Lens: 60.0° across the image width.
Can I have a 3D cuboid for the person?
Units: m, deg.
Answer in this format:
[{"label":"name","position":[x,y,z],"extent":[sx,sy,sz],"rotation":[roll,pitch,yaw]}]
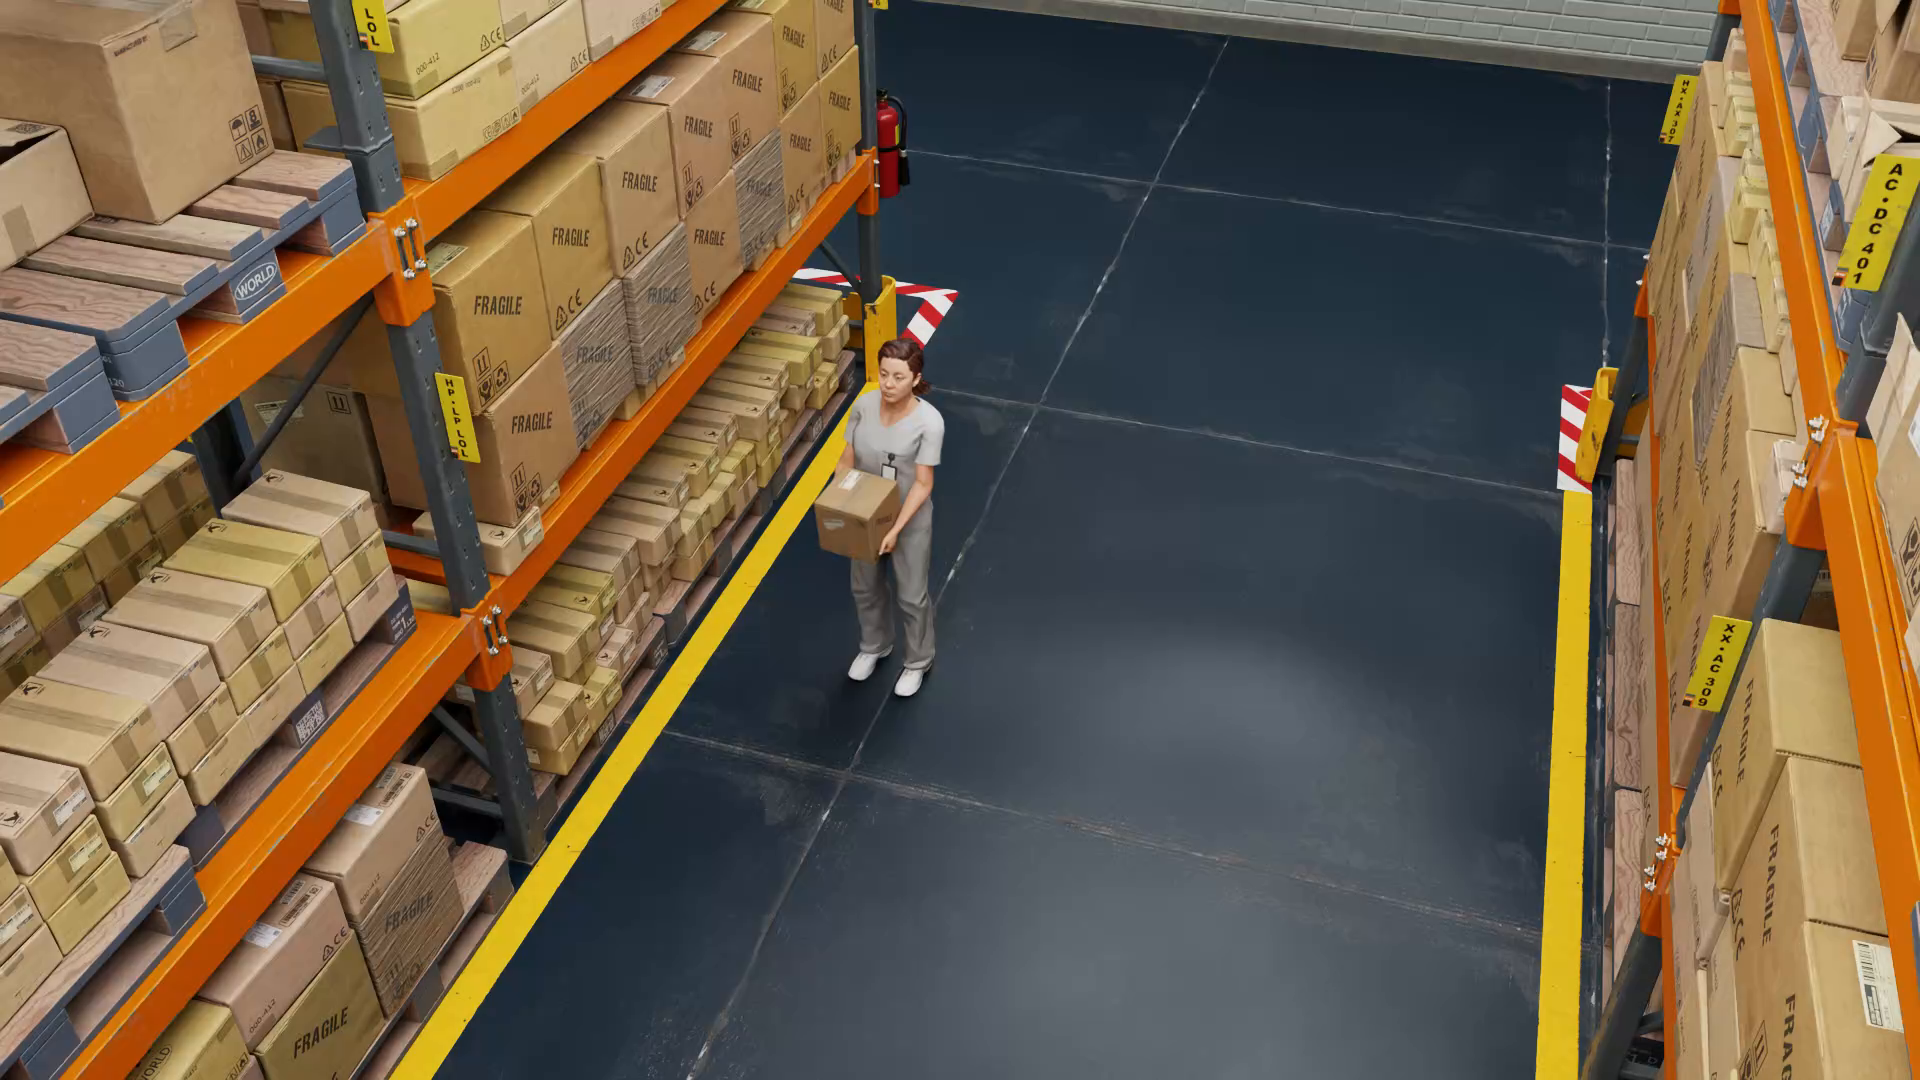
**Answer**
[{"label":"person","position":[-0.309,-0.057,6.974],"extent":[0.439,1.663,0.551],"rotation":[17,40,21]}]
